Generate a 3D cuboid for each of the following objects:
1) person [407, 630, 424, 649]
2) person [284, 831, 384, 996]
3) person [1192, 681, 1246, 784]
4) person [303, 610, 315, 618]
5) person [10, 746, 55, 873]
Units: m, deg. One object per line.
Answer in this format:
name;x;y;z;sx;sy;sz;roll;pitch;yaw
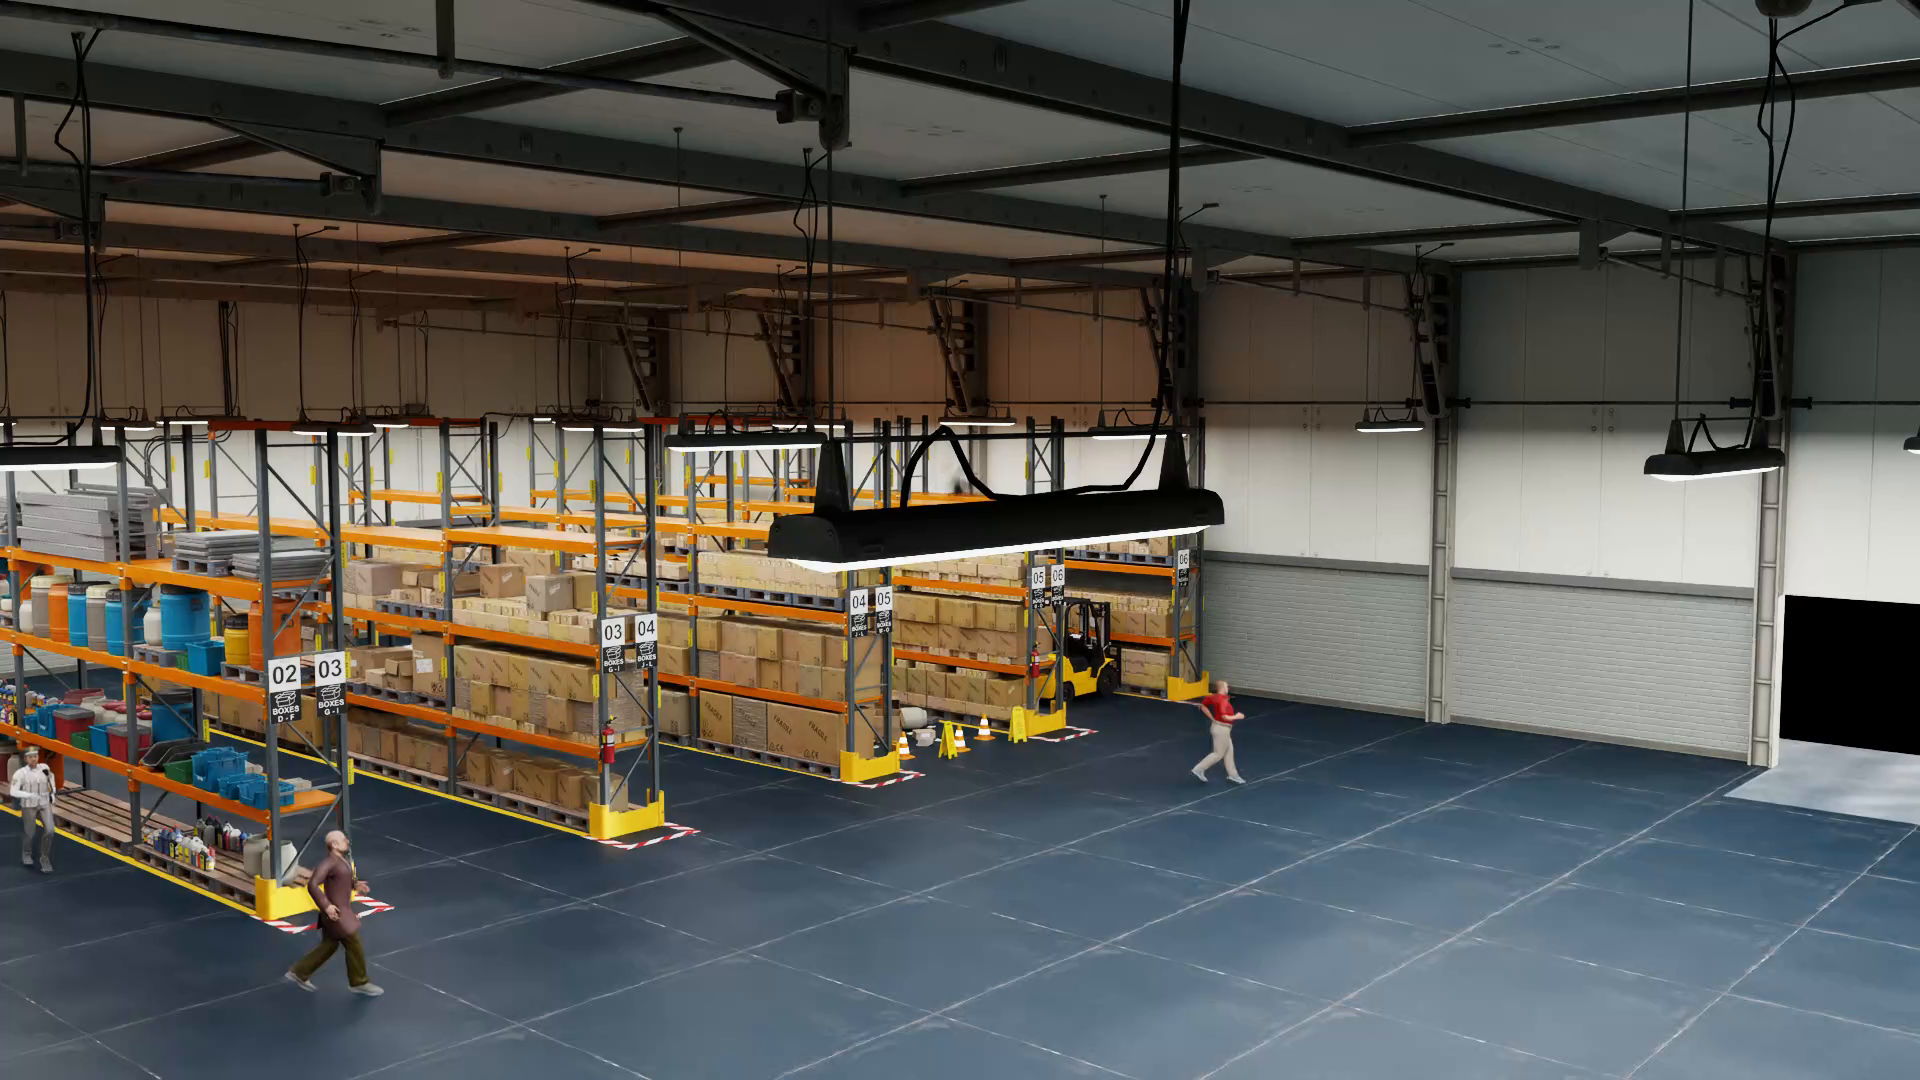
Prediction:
person;-11.059;2.658;34.015;0.846;1.669;0.642;4;6;43
person;-6.668;3.974;17.665;0.994;1.797;0.712;-2;5;-19
person;4.285;3.187;27.416;0.969;1.753;0.660;-1;5;-7
person;-14.559;2.407;37.049;0.709;1.709;0.525;-2;5;-21
person;-12.508;3.630;22.489;0.612;1.740;0.714;-5;7;-44
